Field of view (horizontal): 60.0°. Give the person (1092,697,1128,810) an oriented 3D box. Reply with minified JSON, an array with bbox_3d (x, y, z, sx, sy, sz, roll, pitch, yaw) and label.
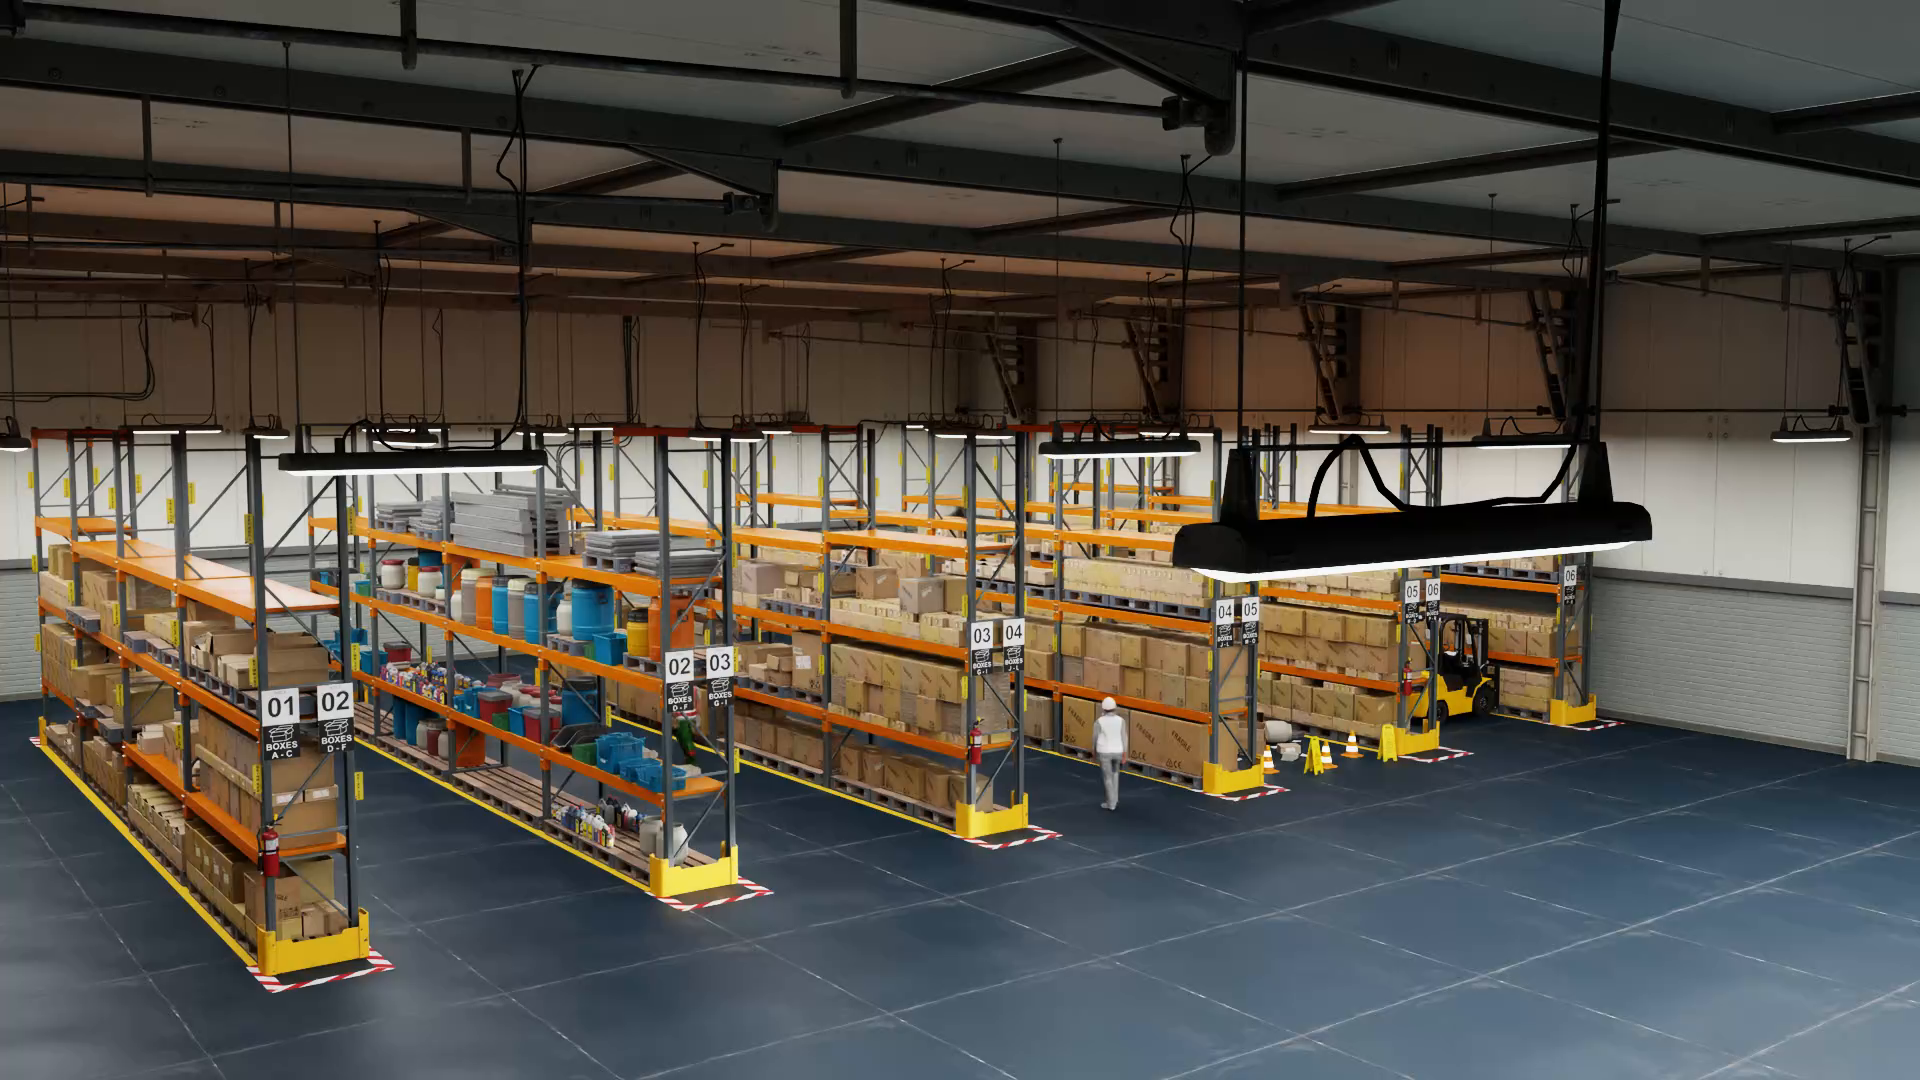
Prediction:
[{"bbox_3d":[2.363,3.396,26.368,0.527,1.834,0.571,-1,5,-18],"label":"person"}]

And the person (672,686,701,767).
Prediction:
[{"bbox_3d":[-4.841,3.157,29.135,0.525,1.831,0.514,1,5,10],"label":"person"}]
